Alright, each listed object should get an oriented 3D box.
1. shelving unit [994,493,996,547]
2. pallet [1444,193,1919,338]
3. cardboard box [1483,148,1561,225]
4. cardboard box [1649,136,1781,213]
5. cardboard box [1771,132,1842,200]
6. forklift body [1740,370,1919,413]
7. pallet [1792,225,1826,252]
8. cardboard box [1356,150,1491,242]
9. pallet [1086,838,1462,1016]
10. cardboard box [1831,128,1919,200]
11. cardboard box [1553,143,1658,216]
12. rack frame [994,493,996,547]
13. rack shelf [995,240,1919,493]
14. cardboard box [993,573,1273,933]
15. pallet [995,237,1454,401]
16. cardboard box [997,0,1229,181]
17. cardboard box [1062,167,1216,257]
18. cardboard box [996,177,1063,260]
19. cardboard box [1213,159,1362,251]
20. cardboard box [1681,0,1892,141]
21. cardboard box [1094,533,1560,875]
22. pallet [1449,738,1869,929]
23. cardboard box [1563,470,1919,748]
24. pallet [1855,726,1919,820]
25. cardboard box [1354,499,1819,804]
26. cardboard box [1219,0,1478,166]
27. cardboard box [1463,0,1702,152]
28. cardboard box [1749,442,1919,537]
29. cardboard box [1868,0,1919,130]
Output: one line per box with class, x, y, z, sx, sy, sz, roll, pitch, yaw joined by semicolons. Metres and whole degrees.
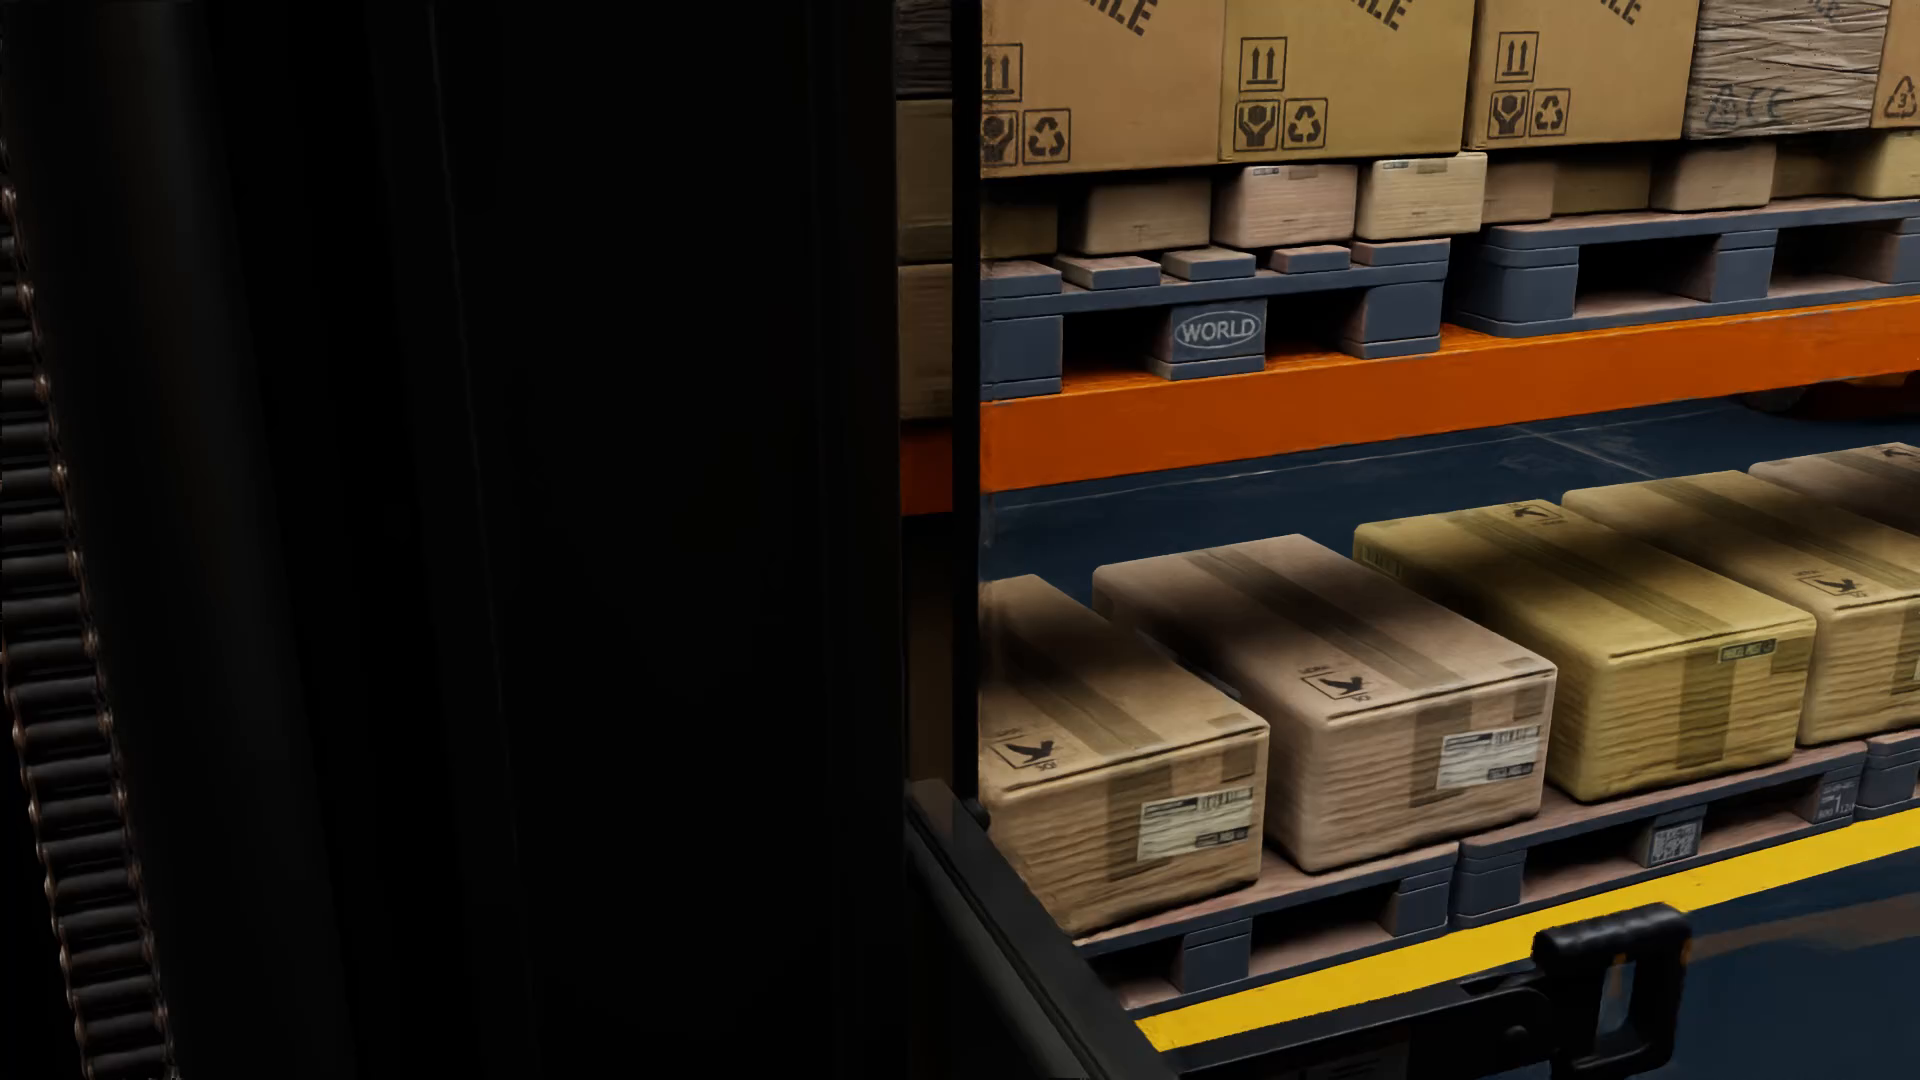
shelving unit;-0.152;-0.544;5.761;0.503;1.200;0.258;-8;21;-22
pallet;1.411;-0.717;3.831;1.213;0.211;1.003;-8;21;-22
cardboard box;0.975;-0.734;3.337;0.250;0.149;0.380;-7;21;-19
cardboard box;1.485;-0.798;3.518;0.250;0.149;0.380;-7;21;-20
cardboard box;1.694;-0.855;3.681;0.250;0.149;0.380;-9;21;-24
forklift body;3.967;-1.894;8.163;1.214;2.155;2.313;-8;21;-22
pallet;2.523;-0.914;4.390;1.213;0.211;1.003;-8;21;-22
cardboard box;0.785;-0.679;3.180;0.250;0.149;0.380;-8;21;-22
pallet;0.328;0.678;3.777;1.213;0.211;1.003;-8;21;-22
cardboard box;1.977;-0.859;3.690;0.250;0.149;0.380;-8;21;-22
cardboard box;1.219;-0.784;3.477;0.250;0.149;0.380;-7;21;-20
rack frame;0.072;-0.576;5.852;0.015;1.200;0.240;-8;21;-22
rack shelf;1.446;-0.458;3.890;4.000;0.370;1.077;-8;21;-22
cardboard box;0.132;0.436;3.593;0.625;0.372;0.950;-10;22;-26
pallet;0.222;-0.570;3.414;1.003;0.211;1.213;-8;21;-22
cardboard box;0.115;-0.909;2.856;0.500;0.500;0.500;-9;21;-23
cardboard box;0.255;-0.627;3.032;0.250;0.149;0.380;-10;22;-25
cardboard box;-0.018;-0.600;2.956;0.250;0.149;0.380;-9;22;-25
cardboard box;0.524;-0.649;3.095;0.250;0.149;0.380;-10;22;-25
cardboard box;1.537;-1.115;3.441;0.500;0.500;0.500;-9;21;-24
cardboard box;0.807;0.336;3.875;0.625;0.372;0.950;-9;21;-23
pallet;1.446;0.519;4.230;1.213;0.211;1.003;-8;21;-22
cardboard box;2.143;0.146;4.415;0.625;0.372;0.950;-7;21;-19
pallet;2.568;0.357;4.689;1.213;0.211;1.003;-8;21;-22
cardboard box;1.505;0.238;4.154;0.625;0.372;0.950;-7;21;-20
cardboard box;0.590;-0.979;3.056;0.500;0.500;0.500;-7;21;-19
cardboard box;1.075;-1.051;3.261;0.500;0.500;0.500;-8;21;-21
cardboard box;2.802;0.050;4.687;0.625;0.372;0.950;-8;21;-21
cardboard box;2.018;-1.184;3.637;0.500;0.500;0.500;-7;21;-20
